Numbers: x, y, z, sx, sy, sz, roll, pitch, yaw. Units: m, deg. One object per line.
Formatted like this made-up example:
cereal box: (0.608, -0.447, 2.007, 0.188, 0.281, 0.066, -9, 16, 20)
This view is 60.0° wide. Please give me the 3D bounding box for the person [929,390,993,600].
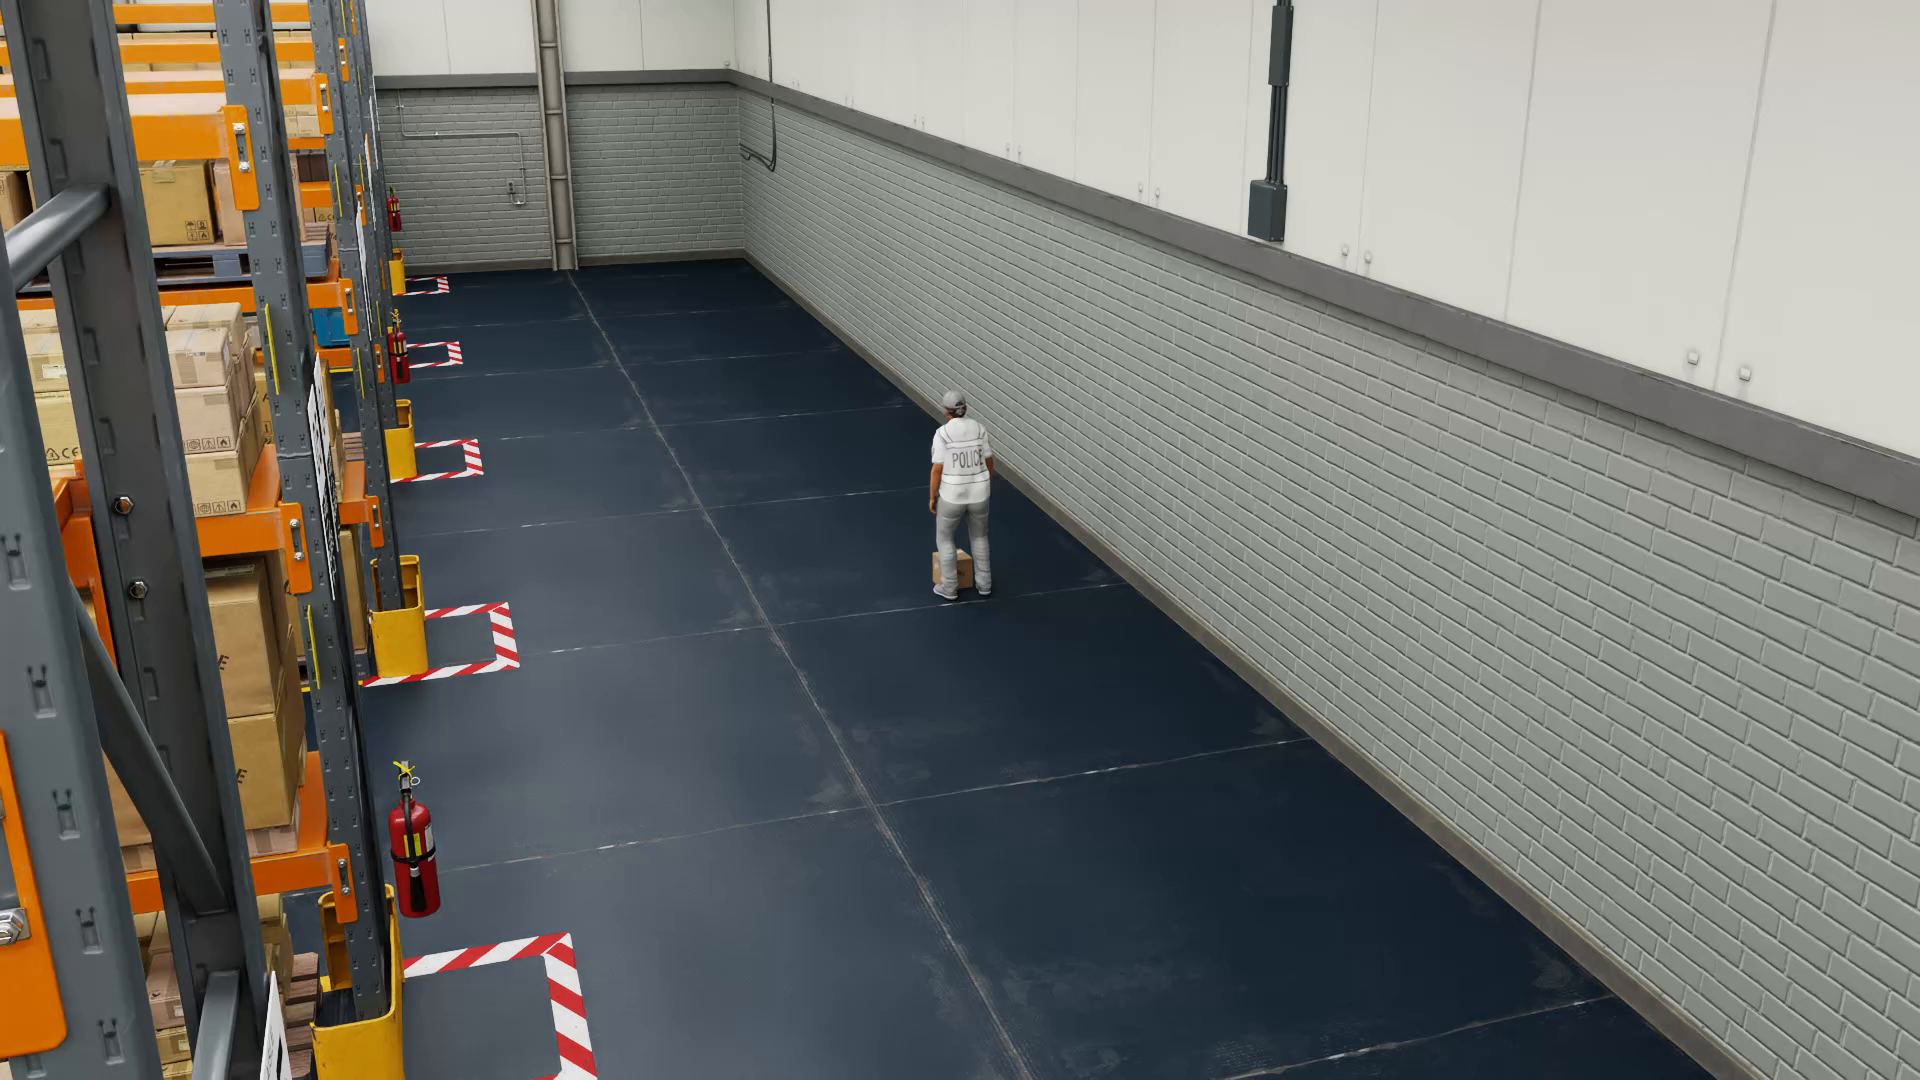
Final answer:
person: (0.011, -0.357, 13.074, 0.559, 1.665, 0.457, -8, 21, -20)
